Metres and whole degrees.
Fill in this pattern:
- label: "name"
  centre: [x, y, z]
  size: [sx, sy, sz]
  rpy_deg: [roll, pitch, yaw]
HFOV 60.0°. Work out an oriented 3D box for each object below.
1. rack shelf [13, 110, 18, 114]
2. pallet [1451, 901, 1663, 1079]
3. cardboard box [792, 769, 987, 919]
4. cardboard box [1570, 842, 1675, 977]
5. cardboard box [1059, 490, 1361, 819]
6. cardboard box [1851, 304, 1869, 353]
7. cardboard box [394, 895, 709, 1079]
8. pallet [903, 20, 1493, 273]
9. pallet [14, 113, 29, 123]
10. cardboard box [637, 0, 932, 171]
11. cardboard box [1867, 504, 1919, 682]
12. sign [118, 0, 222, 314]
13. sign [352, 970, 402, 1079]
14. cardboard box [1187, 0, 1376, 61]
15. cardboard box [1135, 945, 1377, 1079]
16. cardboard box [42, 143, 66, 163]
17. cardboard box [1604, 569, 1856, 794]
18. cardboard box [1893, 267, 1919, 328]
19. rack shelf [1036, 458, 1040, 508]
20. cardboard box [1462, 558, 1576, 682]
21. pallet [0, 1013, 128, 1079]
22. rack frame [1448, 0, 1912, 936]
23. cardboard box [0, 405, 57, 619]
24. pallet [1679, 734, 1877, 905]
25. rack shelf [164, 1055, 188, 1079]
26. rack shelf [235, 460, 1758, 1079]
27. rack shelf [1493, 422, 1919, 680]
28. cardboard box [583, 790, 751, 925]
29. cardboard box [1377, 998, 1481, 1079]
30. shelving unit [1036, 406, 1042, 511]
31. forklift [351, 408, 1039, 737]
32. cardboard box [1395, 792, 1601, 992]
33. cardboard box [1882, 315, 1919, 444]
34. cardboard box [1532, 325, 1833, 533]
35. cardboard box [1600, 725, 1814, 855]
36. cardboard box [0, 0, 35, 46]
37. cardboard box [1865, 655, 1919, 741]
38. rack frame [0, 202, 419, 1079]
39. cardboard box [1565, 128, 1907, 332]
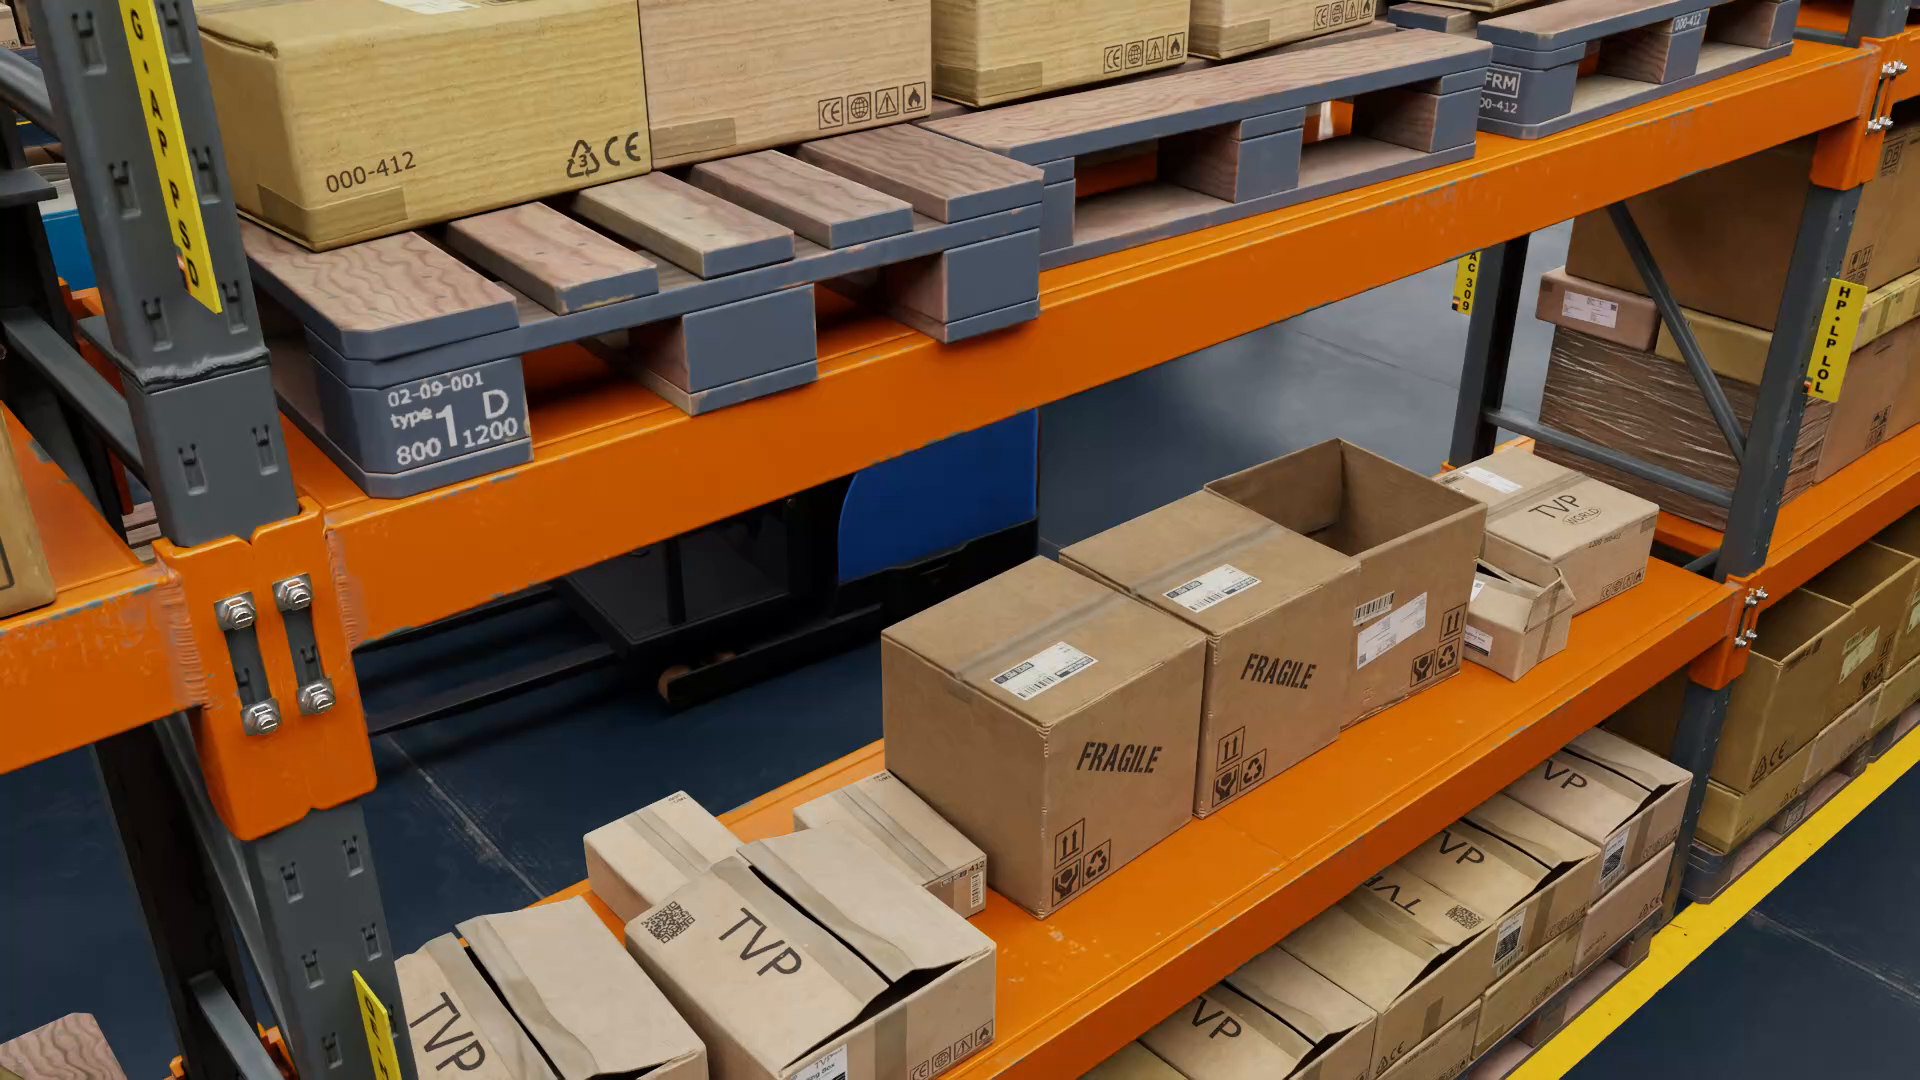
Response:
- label: "rack shelf"
  centre: [-5.992, -2.868, 10.697]
  size: [4.000, 0.370, 1.077]
  rpy_deg: [-22, 35, -35]
- label: "pallet"
  centre: [1.421, 1.226, 5.233]
  size: [1.213, 0.211, 1.003]
  rpy_deg: [-22, 35, -35]
- label: "cardboard box"
  centre: [-0.153, 0.681, 3.561]
  size: [0.250, 0.149, 0.380]
  rpy_deg: [-19, 34, -31]
- label: "cardboard box"
  centre: [1.829, 1.015, 5.141]
  size: [0.500, 0.250, 0.500]
  rpy_deg: [-22, 35, -35]
- label: "cardboard box"
  centre: [0.579, 0.256, 3.983]
  size: [0.500, 0.500, 0.500]
  rpy_deg: [-22, 35, -35]
- label: "cardboard box"
  centre: [2.477, -0.663, 5.014]
  size: [0.250, 0.149, 0.380]
  rpy_deg: [-21, 35, -34]
- label: "cardboard box"
  centre: [-0.782, 0.924, 2.933]
  size: [0.500, 0.311, 0.500]
  rpy_deg: [-19, 34, -32]
- label: "pallet"
  centre: [0.220, -0.842, 3.162]
  size: [1.213, 0.211, 1.003]
  rpy_deg: [-20, 34, -33]
- label: "pallet"
  centre: [-8.151, -4.113, 15.223]
  size: [1.213, 0.211, 1.003]
  rpy_deg: [-22, 35, -35]
- label: "cardboard box"
  centre: [-0.391, -0.788, 2.573]
  size: [0.500, 0.250, 0.500]
  rpy_deg: [-21, 34, -34]
- label: "cardboard box"
  centre: [3.273, 0.118, 6.024]
  size: [0.500, 0.500, 0.500]
  rpy_deg: [-22, 35, -35]
- label: "sign"
  centre: [-0.736, -0.376, 1.539]
  size: [0.005, 0.325, 0.100]
  rpy_deg: [-22, 35, -35]
- label: "sign"
  centre: [-0.728, 0.696, 2.121]
  size: [0.005, 0.325, 0.100]
  rpy_deg: [-22, 35, -35]
- label: "cardboard box"
  centre: [0.462, -1.123, 3.199]
  size: [0.500, 0.250, 0.500]
  rpy_deg: [25, 37, 38]
- label: "cardboard box"
  centre: [0.676, 1.229, 4.145]
  size: [0.500, 0.311, 0.500]
  rpy_deg: [-22, 35, -36]
- label: "cardboard box"
  centre: [-5.752, -2.398, 11.240]
  size: [0.700, 0.500, 0.500]
  rpy_deg: [25, 37, 38]
- label: "cardboard box"
  centre: [2.512, 0.424, 5.451]
  size: [0.500, 0.500, 0.500]
  rpy_deg: [-22, 35, -35]
- label: "cardboard box"
  centre: [2.871, -0.824, 5.314]
  size: [0.250, 0.149, 0.380]
  rpy_deg: [-22, 35, -35]
- label: "rack shelf"
  centre: [0.212, -0.272, 7.757]
  size: [0.240, 0.259, 0.215]
  rpy_deg: [-18, 33, -30]
- label: "cardboard box"
  centre: [1.406, 0.151, 4.428]
  size: [0.258, 0.266, 0.396]
  rpy_deg: [-23, 36, -36]
- label: "pallet"
  centre: [-1.557, 1.297, 2.344]
  size: [1.003, 0.211, 1.213]
  rpy_deg: [-22, 35, -35]
- label: "rack frame"
  centre: [1.956, -0.244, 5.023]
  size: [0.127, 3.000, 1.000]
  rpy_deg: [-22, 35, -35]
- label: "cardboard box"
  centre: [-1.397, -0.241, 1.731]
  size: [0.500, 0.500, 0.910]
  rpy_deg: [-22, 35, -35]
- label: "pallet"
  centre: [2.588, 0.758, 6.108]
  size: [1.213, 0.211, 1.003]
  rpy_deg: [-22, 35, -35]
- label: "rack shelf"
  centre: [-2.609, 1.909, 1.758]
  size: [4.000, 0.370, 1.077]
  rpy_deg: [-22, 35, -35]
- label: "rack shelf"
  centre: [0.434, 0.686, 4.048]
  size: [4.000, 0.370, 1.077]
  rpy_deg: [-22, 35, -35]
- label: "rack shelf"
  centre: [3.477, -0.538, 6.338]
  size: [4.000, 0.370, 1.077]
  rpy_deg: [-22, 35, -35]
- label: "cardboard box"
  centre: [-0.582, 0.717, 3.493]
  size: [0.250, 0.149, 0.380]
  rpy_deg: [-22, 35, -35]
- label: "cardboard box"
  centre: [1.054, 1.325, 4.559]
  size: [0.500, 0.250, 0.500]
  rpy_deg: [-21, 35, -34]
- label: "shelving unit"
  centre: [0.212, -0.527, 7.621]
  size: [0.252, 1.050, 0.215]
  rpy_deg: [-18, 33, -30]
- label: "forklift"
  centre: [-1.152, -0.920, 6.361]
  size: [3.031, 2.935, 1.130]
  rpy_deg: [-18, 33, -30]
- label: "cardboard box"
  centre: [1.442, 0.925, 4.714]
  size: [0.500, 0.311, 0.500]
  rpy_deg: [-21, 34, -34]
- label: "cardboard box"
  centre: [3.071, -0.741, 5.849]
  size: [0.500, 0.500, 0.700]
  rpy_deg: [-21, 35, -34]
- label: "cardboard box"
  centre: [2.289, -0.426, 5.258]
  size: [0.500, 0.500, 0.700]
  rpy_deg: [-23, 36, -36]
- label: "cardboard box"
  centre: [2.505, 0.751, 5.634]
  size: [0.500, 0.250, 0.500]
  rpy_deg: [-22, 35, -35]
- label: "cardboard box"
  centre: [-5.730, -3.464, 10.494]
  size: [0.637, 0.503, 0.797]
  rpy_deg: [-18, 33, -30]
- label: "cardboard box"
  centre: [3.273, 0.449, 6.200]
  size: [0.500, 0.250, 0.500]
  rpy_deg: [-22, 35, -35]
- label: "rack frame"
  centre: [-1.087, 0.980, 2.734]
  size: [0.127, 3.000, 1.000]
  rpy_deg: [-22, 35, -35]
- label: "cardboard box"
  centre: [2.289, -0.998, 4.952]
  size: [0.500, 0.500, 0.700]
  rpy_deg: [-22, 35, -35]
